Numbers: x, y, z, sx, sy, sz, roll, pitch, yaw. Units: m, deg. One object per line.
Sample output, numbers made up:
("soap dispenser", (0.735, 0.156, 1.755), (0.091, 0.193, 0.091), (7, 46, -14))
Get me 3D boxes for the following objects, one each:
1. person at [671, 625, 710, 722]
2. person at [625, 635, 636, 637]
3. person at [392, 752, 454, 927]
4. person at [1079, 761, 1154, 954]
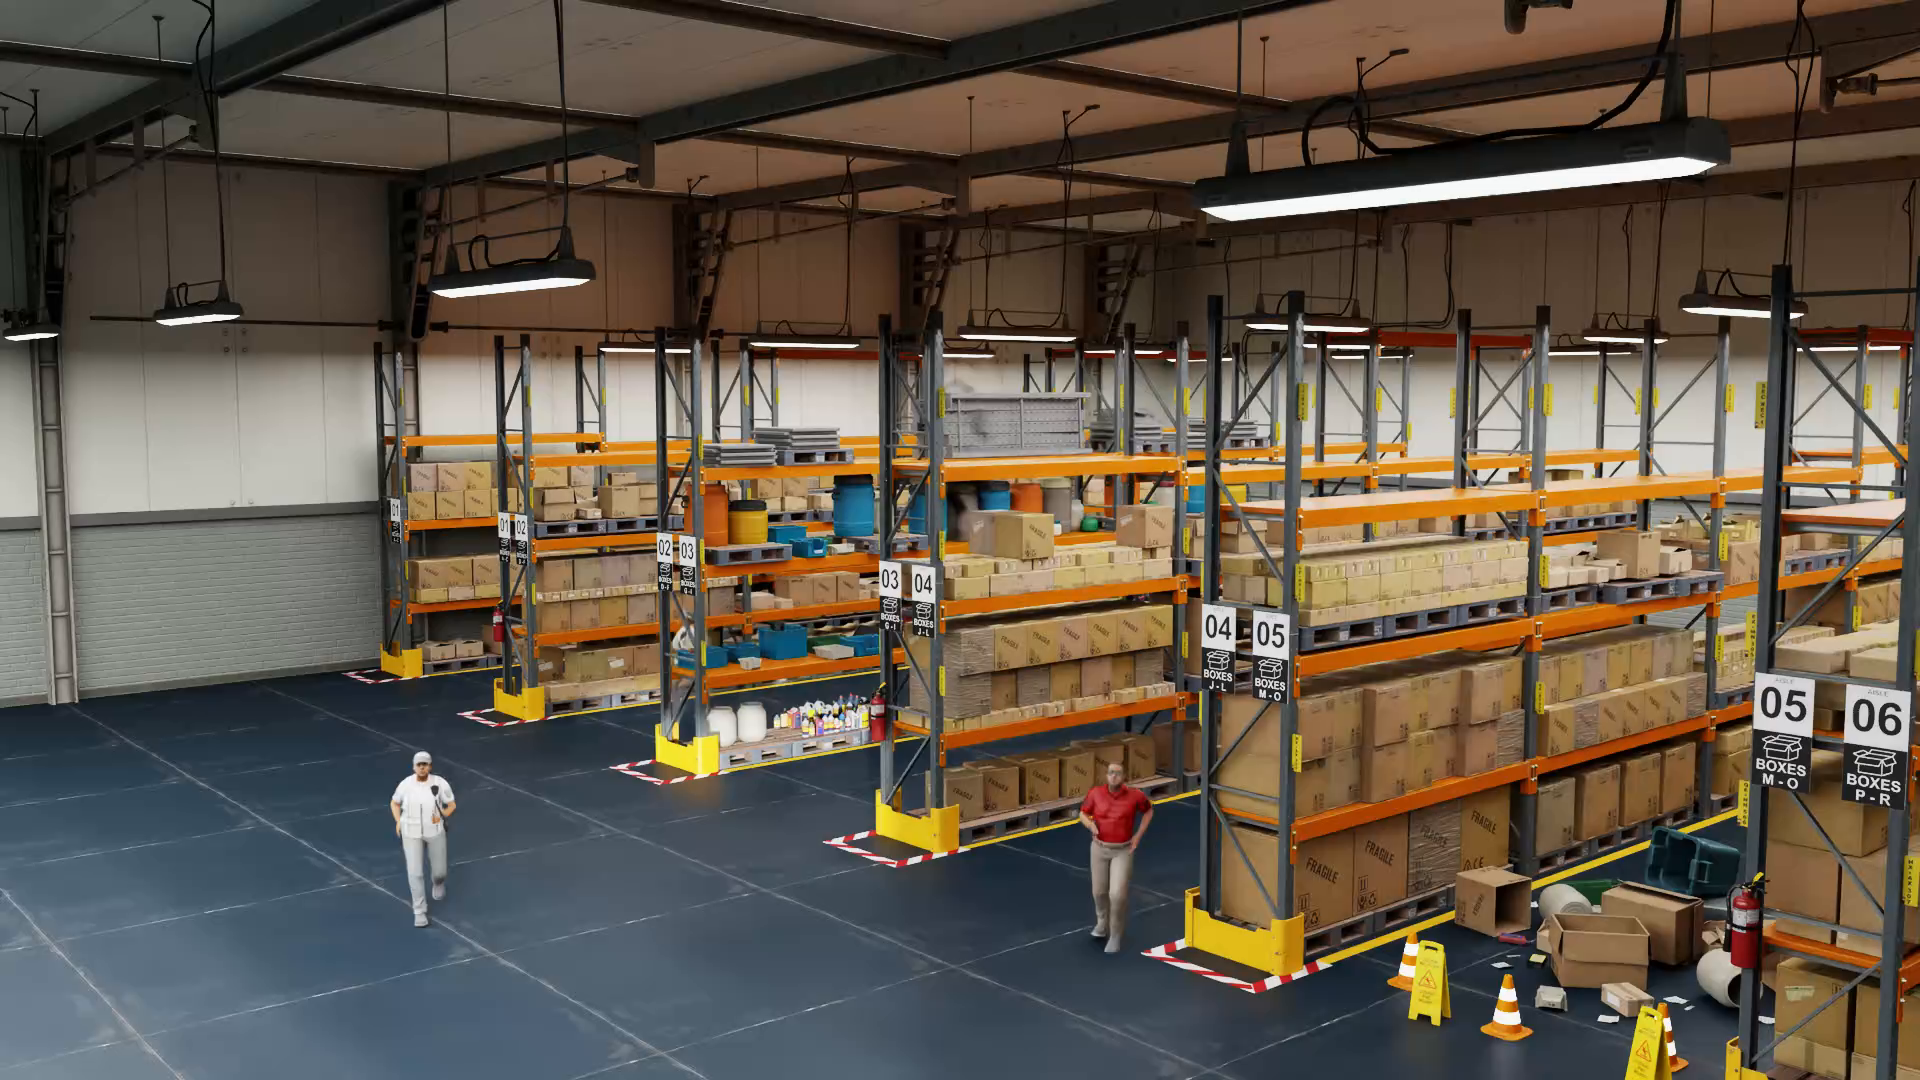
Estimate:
("person", (-3.991, 2.003, 24.512), (0.666, 1.511, 0.509), (-5, 7, -45))
("person", (-5.808, 1.711, 29.265), (0.558, 1.584, 0.723), (5, 7, 43))
("person", (-5.236, 2.874, 16.239), (0.586, 1.632, 0.784), (-1, 5, -16))
("person", (1.412, 2.929, 15.368), (0.660, 1.793, 0.694), (2, 6, 19))
